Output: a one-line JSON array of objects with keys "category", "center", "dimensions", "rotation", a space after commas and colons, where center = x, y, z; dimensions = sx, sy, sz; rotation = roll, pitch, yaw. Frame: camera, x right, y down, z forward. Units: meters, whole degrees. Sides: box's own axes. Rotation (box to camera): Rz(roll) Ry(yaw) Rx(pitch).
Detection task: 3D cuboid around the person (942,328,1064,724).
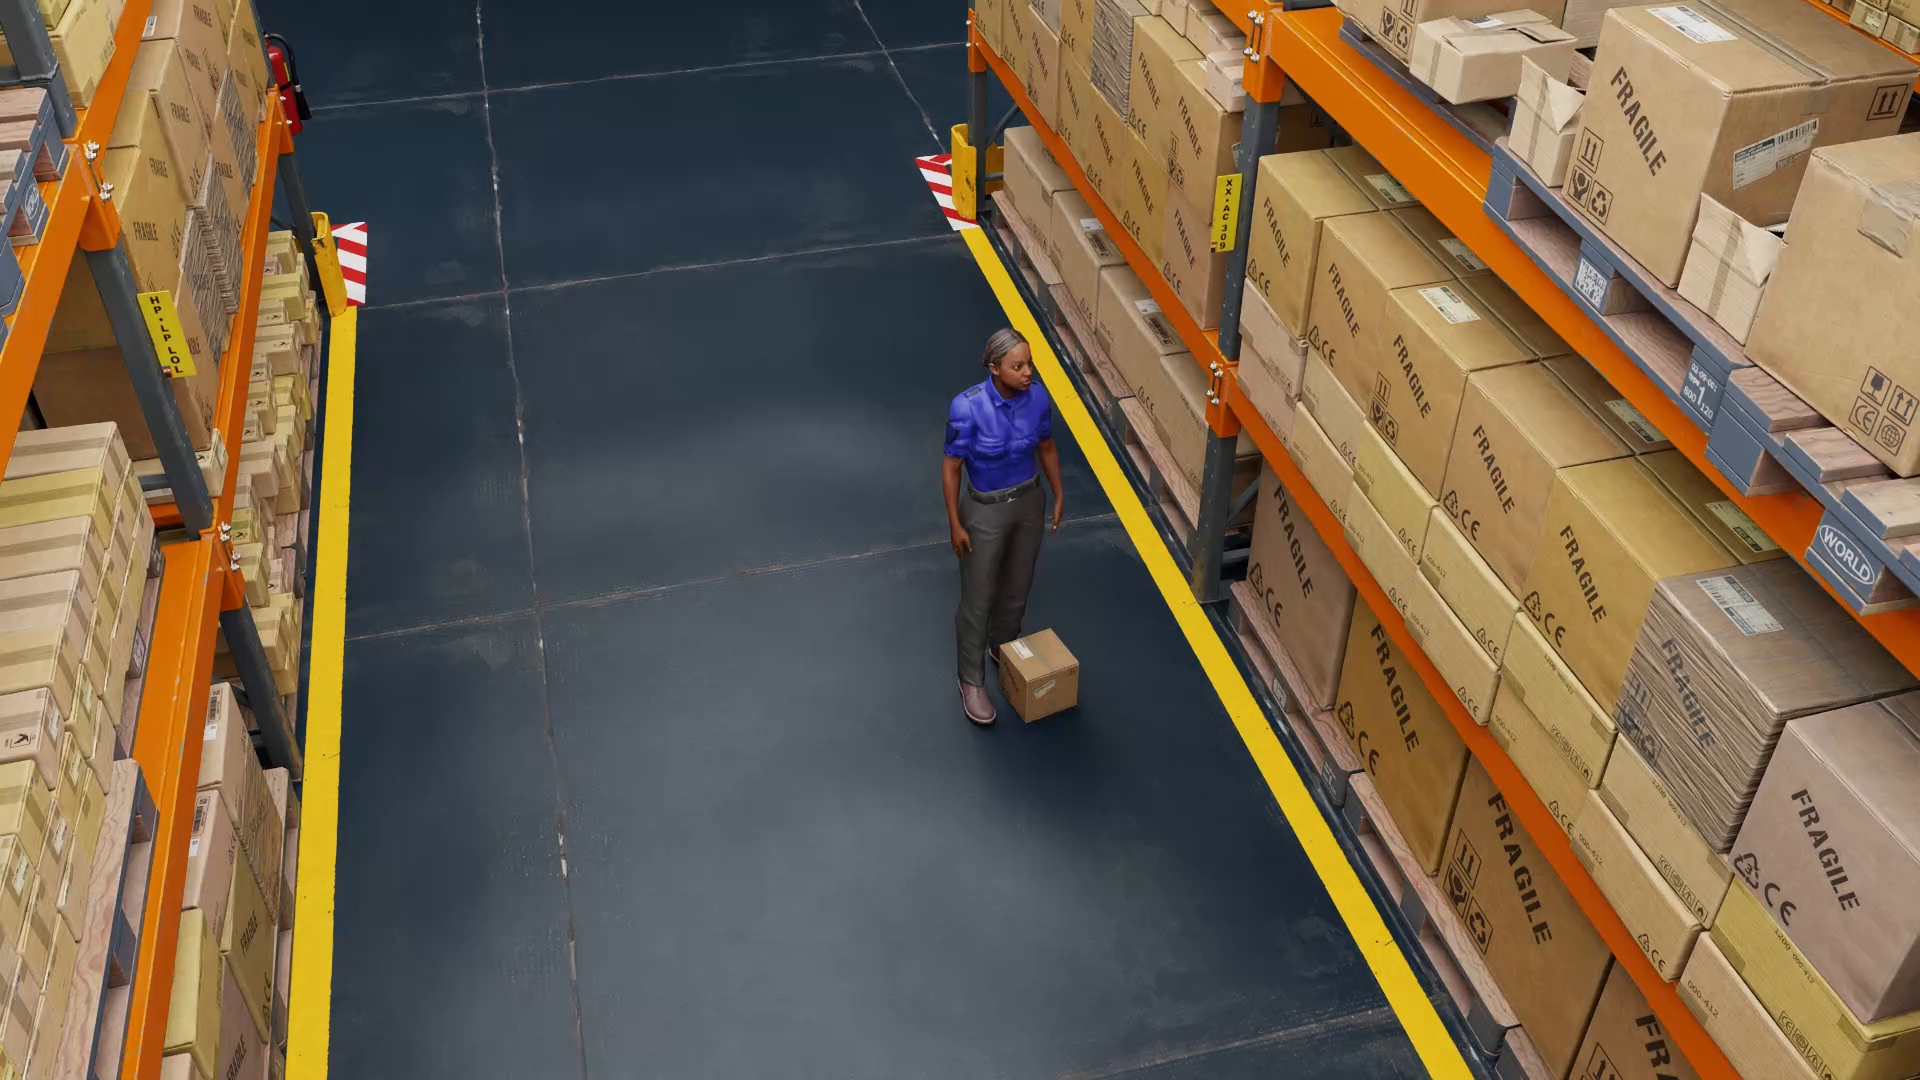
[{"category": "person", "center": [0.204, -0.066, 6.788], "dimensions": [0.570, 1.654, 0.503], "rotation": [-19, 42, -22]}]
